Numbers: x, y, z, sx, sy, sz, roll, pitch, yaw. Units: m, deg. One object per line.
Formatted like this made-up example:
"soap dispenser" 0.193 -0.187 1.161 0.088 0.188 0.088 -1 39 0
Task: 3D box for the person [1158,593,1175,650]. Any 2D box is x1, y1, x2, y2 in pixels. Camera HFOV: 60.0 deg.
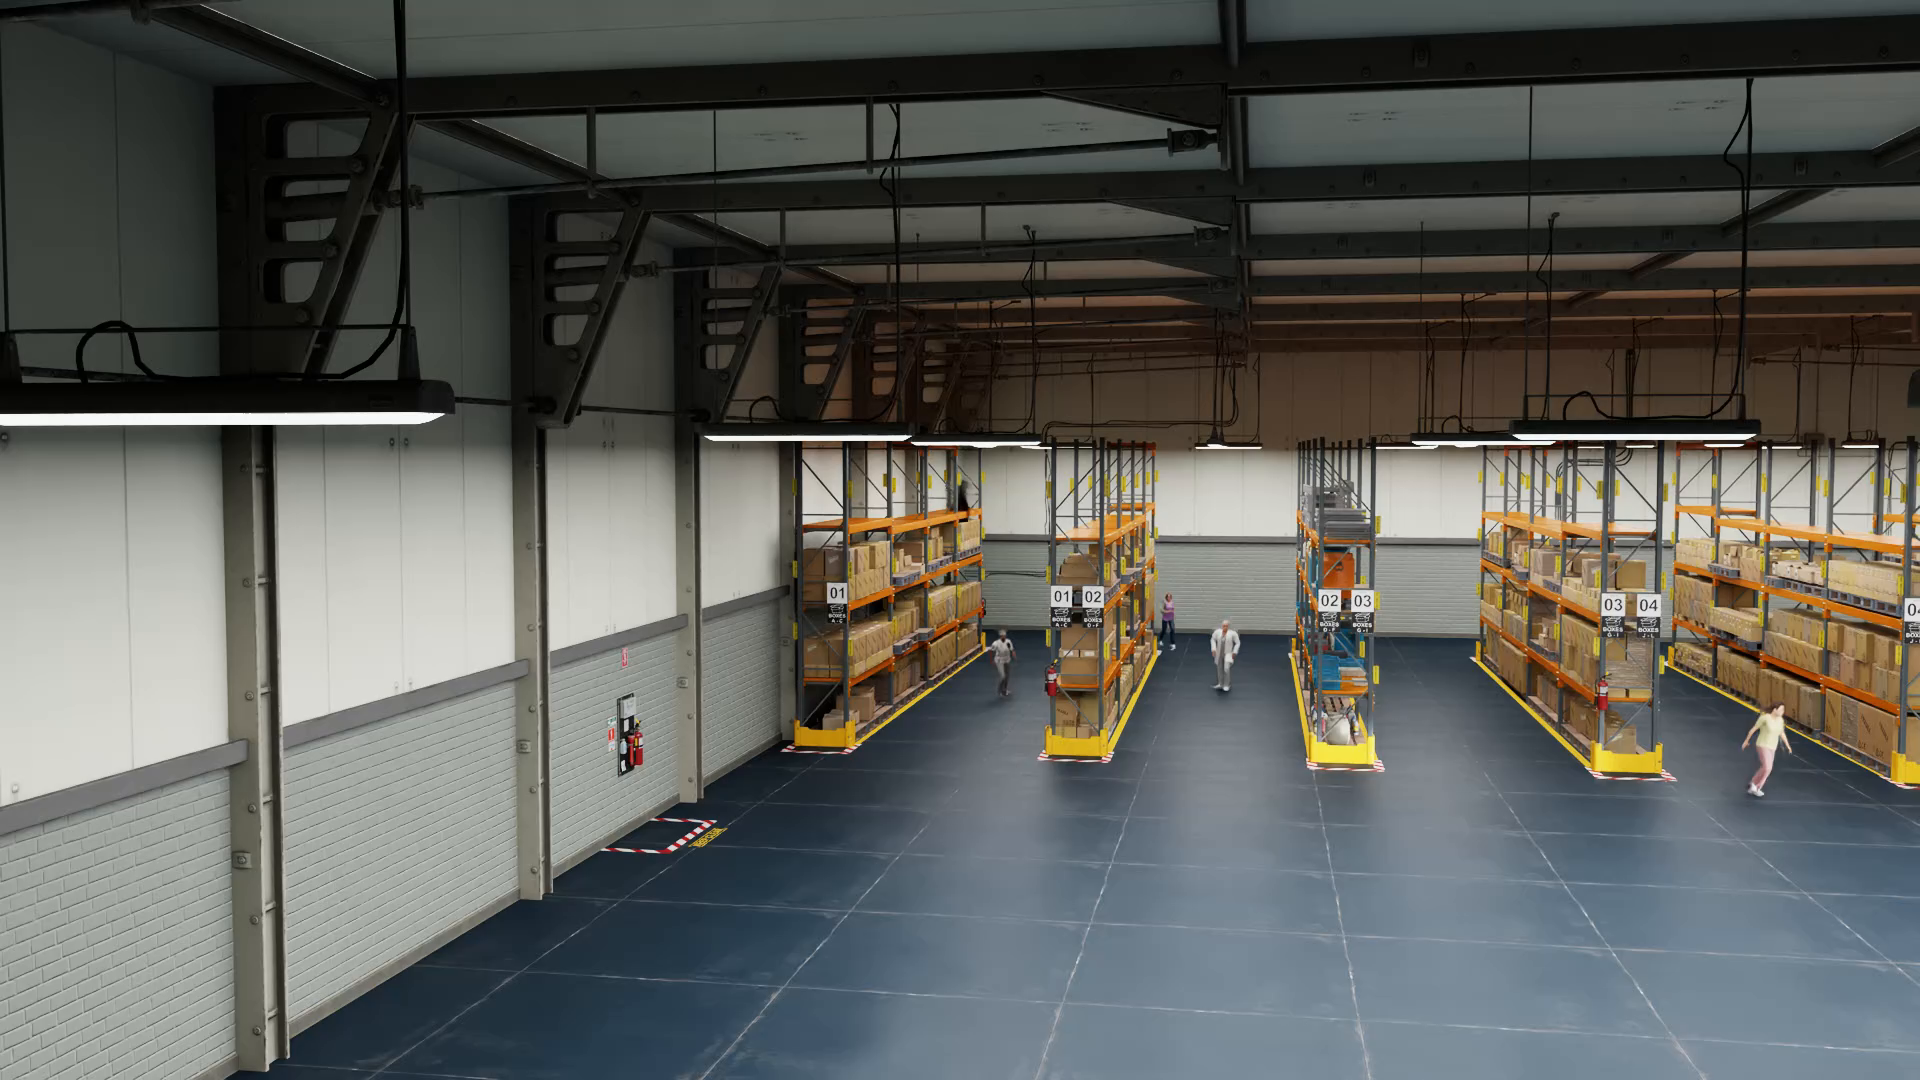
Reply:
"person" 6.029 2.347 48.366 0.537 1.625 0.822 -1 3 -22

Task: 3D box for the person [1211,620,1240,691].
"person" 6.397 2.764 39.974 0.708 1.712 0.676 2 3 30

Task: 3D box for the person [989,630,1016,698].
"person" 1.045 2.902 38.919 0.620 1.645 0.797 -2 4 -32

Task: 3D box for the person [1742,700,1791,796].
"person" 13.377 3.447 27.552 0.574 1.626 0.594 -1 3 -21
